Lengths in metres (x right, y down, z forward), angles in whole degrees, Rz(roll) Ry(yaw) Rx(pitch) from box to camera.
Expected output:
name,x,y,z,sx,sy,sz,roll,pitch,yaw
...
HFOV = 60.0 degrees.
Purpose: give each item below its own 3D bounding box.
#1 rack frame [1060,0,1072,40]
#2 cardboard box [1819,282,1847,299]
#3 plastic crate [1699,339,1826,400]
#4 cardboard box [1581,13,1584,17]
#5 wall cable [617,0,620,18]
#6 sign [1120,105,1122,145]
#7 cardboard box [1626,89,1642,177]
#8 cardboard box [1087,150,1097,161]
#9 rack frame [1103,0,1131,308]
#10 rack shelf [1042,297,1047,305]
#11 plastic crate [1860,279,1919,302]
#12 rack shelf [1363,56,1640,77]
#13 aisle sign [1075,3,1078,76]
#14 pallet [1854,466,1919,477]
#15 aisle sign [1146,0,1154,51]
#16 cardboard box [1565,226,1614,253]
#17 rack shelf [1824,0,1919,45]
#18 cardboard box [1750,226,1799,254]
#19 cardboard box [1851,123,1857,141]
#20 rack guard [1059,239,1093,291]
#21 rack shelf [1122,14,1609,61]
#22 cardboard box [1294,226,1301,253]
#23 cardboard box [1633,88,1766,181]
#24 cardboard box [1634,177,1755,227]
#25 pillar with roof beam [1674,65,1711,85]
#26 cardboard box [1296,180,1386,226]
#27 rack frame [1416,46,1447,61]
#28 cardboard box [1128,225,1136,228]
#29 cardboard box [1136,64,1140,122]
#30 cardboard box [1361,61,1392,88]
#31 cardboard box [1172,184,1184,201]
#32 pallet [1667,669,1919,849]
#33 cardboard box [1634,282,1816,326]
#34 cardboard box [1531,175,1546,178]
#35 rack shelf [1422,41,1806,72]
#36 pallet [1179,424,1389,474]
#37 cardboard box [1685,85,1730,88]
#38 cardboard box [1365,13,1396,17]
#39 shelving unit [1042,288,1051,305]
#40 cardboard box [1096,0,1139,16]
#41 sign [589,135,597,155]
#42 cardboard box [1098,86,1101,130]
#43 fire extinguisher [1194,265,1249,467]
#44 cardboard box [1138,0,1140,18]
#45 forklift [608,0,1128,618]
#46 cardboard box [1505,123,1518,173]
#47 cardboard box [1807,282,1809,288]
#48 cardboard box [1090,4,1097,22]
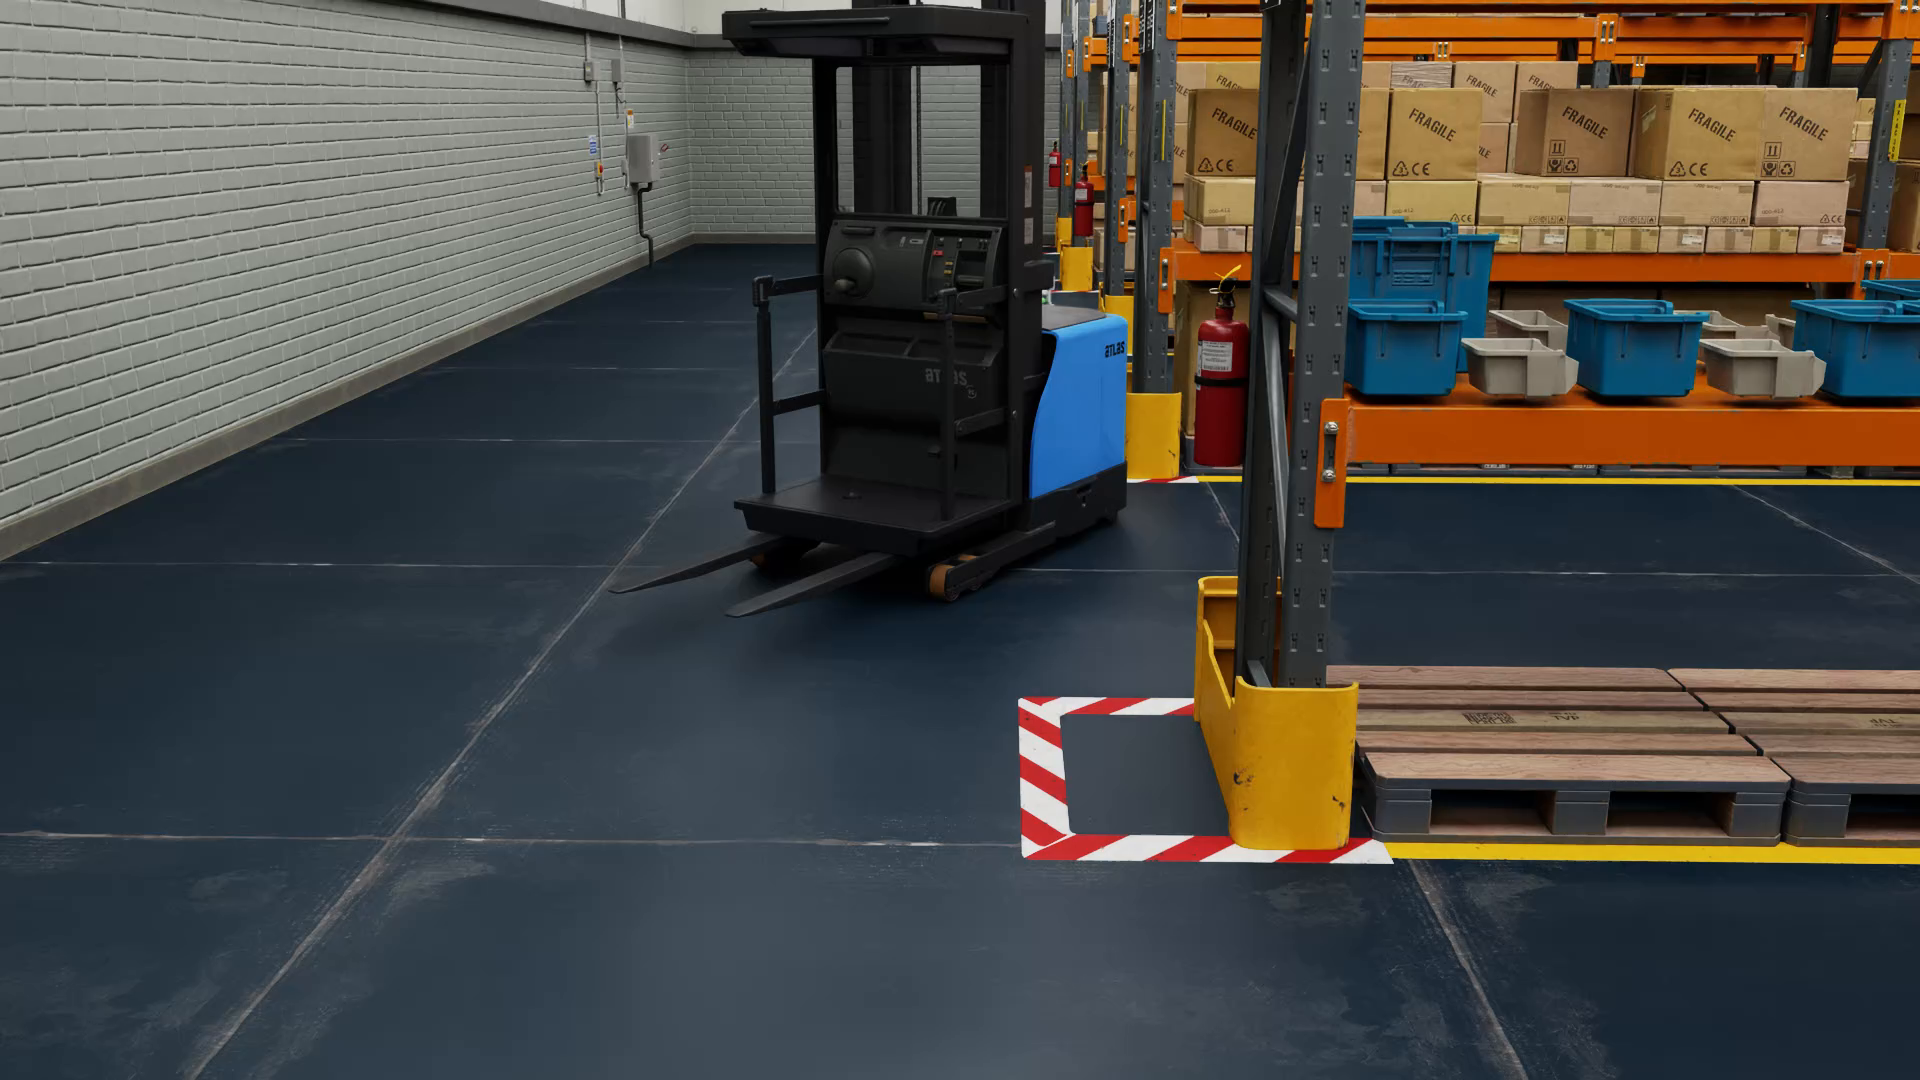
name,x,y,z,sx,sy,sz,roll,pitch,yaw
rack frame,1.522,-8.648,23.479,0.127,3.000,1.000,0,15,1
cardboard box,5.785,-1.105,9.989,0.875,0.875,1.225,0,15,2
plastic crate,2.255,-0.479,4.677,0.298,0.136,0.250,0,15,1
cardboard box,7.292,-6.022,19.039,0.250,0.166,0.380,2,15,6
wall cable,-4.273,-7.539,19.276,0.029,3.000,2.355,0,15,1
sign,1.360,-3.499,14.024,0.005,0.325,0.100,0,15,1
cardboard box,4.180,-2.436,9.933,0.500,0.500,0.500,0,15,1
cardboard box,1.844,-5.554,24.003,0.250,0.149,0.380,0,15,1
rack frame,1.374,-3.218,14.659,0.127,3.000,1.000,0,15,1
rack shelf,0.217,-1.259,9.121,0.480,0.148,0.258,7,16,25
plastic crate,3.079,-0.691,5.291,0.300,0.233,0.416,0,15,1
rack shelf,7.520,-6.811,23.805,4.000,0.370,1.077,0,15,1
aisle sign,1.320,-5.665,18.836,0.004,0.787,0.394,0,15,1
pallet,5.918,-0.594,10.178,1.213,0.211,1.003,0,15,1
aisle sign,1.066,-3.135,9.247,0.004,0.787,0.394,0,15,1
cardboard box,3.547,-1.733,9.523,0.250,0.149,0.380,0,15,1
rack shelf,7.144,-3.018,9.428,4.000,0.370,1.077,0,15,1
cardboard box,4.574,-1.727,9.497,0.250,0.149,0.380,1,15,3
cardboard box,7.317,-3.433,13.974,0.250,0.149,0.380,1,15,3
rack guard,1.375,-3.273,19.766,0.348,0.500,1.175,0,15,1
rack shelf,3.373,-4.308,14.319,4.000,0.370,1.077,0,15,1
cardboard box,2.005,-1.743,9.561,0.250,0.149,0.380,0,15,0
cardboard box,4.178,-2.301,9.423,0.500,0.500,0.500,1,15,2
cardboard box,4.179,-1.938,9.517,0.500,0.250,0.500,1,15,3
pillar with roof beam,10.736,-7.719,19.959,0.400,9.000,9.100,0,15,1
cardboard box,2.139,-1.952,9.569,0.500,0.250,0.500,0,15,1
rack frame,5.398,-4.455,19.347,0.127,3.000,1.000,0,15,1
cardboard box,2.555,-4.531,24.400,0.250,0.149,0.380,0,15,-1
cardboard box,1.837,-3.955,14.710,0.500,0.500,0.500,0,15,0
cardboard box,3.349,-3.810,14.163,0.500,0.500,0.500,0,15,0
cardboard box,1.945,-3.020,14.400,0.250,0.149,0.380,1,15,3
pallet,3.059,0.681,5.345,1.213,0.211,1.003,0,15,1
cardboard box,4.487,-1.129,10.080,0.875,0.875,0.875,0,15,1
cardboard box,3.667,-2.076,10.039,0.500,0.250,0.500,1,15,3
rack shelf,7.397,-5.545,19.007,4.000,0.370,1.077,0,15,1
pallet,1.947,-0.621,10.279,1.213,0.211,1.003,0,15,1
cardboard box,8.360,-4.899,18.873,0.500,0.500,0.500,1,15,2
cardboard box,3.373,-4.518,13.997,0.500,0.250,0.500,0,15,1
shelving unit,0.214,-0.855,9.222,0.503,1.200,0.258,7,16,25
cardboard box,1.851,-6.131,19.092,0.500,0.250,0.500,-1,15,-4
sign,-4.301,-4.631,19.483,0.001,0.218,0.327,0,15,1
cardboard box,1.887,-5.071,19.524,0.500,0.500,0.500,1,15,3
fire extinguisher,0.880,-0.590,5.580,0.183,0.674,0.296,0,15,1
cardboard box,1.835,-4.661,14.540,0.500,0.250,0.500,0,15,0
forklift,-0.334,-1.281,7.451,1.130,2.935,3.031,9,17,31
cardboard box,4.882,-3.316,14.248,0.500,0.500,0.500,0,15,2
cardboard box,7.157,-2.111,14.540,0.500,0.500,0.500,1,15,2
cardboard box,1.959,-7.444,23.525,0.500,0.250,0.500,0,15,1
